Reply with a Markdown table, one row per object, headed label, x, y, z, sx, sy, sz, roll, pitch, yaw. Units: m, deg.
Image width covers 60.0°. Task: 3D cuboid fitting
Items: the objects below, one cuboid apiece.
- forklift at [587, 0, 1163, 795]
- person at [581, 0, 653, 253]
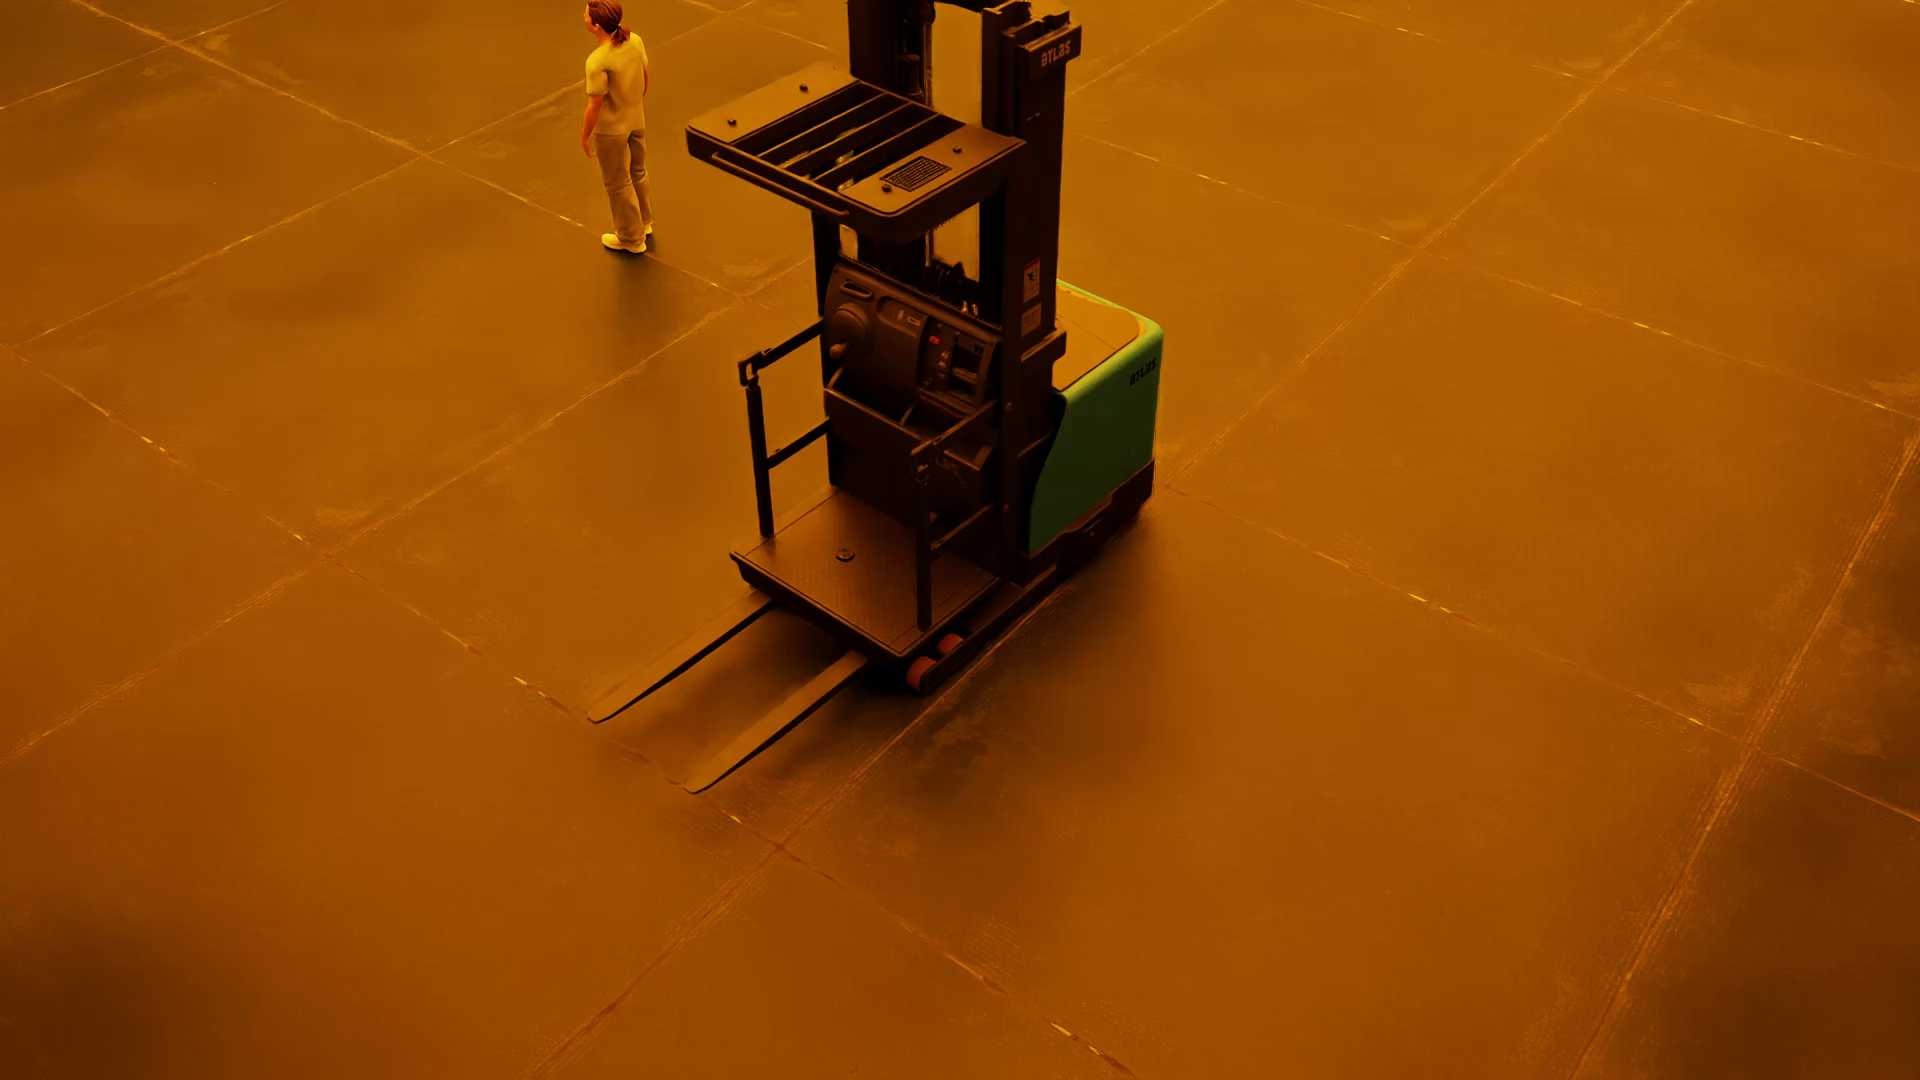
| label | x | y | z | sx | sy | sz | roll | pitch | yaw |
| --- | --- | --- | --- | --- | --- | --- | --- | --- | --- |
| forklift | -0.359 | -0.796 | 7.008 | 1.130 | 2.935 | 3.031 | 29 | 48 | 30 |
| person | -2.092 | -2.493 | 9.954 | 0.548 | 1.673 | 0.550 | 22 | 45 | 24 |
